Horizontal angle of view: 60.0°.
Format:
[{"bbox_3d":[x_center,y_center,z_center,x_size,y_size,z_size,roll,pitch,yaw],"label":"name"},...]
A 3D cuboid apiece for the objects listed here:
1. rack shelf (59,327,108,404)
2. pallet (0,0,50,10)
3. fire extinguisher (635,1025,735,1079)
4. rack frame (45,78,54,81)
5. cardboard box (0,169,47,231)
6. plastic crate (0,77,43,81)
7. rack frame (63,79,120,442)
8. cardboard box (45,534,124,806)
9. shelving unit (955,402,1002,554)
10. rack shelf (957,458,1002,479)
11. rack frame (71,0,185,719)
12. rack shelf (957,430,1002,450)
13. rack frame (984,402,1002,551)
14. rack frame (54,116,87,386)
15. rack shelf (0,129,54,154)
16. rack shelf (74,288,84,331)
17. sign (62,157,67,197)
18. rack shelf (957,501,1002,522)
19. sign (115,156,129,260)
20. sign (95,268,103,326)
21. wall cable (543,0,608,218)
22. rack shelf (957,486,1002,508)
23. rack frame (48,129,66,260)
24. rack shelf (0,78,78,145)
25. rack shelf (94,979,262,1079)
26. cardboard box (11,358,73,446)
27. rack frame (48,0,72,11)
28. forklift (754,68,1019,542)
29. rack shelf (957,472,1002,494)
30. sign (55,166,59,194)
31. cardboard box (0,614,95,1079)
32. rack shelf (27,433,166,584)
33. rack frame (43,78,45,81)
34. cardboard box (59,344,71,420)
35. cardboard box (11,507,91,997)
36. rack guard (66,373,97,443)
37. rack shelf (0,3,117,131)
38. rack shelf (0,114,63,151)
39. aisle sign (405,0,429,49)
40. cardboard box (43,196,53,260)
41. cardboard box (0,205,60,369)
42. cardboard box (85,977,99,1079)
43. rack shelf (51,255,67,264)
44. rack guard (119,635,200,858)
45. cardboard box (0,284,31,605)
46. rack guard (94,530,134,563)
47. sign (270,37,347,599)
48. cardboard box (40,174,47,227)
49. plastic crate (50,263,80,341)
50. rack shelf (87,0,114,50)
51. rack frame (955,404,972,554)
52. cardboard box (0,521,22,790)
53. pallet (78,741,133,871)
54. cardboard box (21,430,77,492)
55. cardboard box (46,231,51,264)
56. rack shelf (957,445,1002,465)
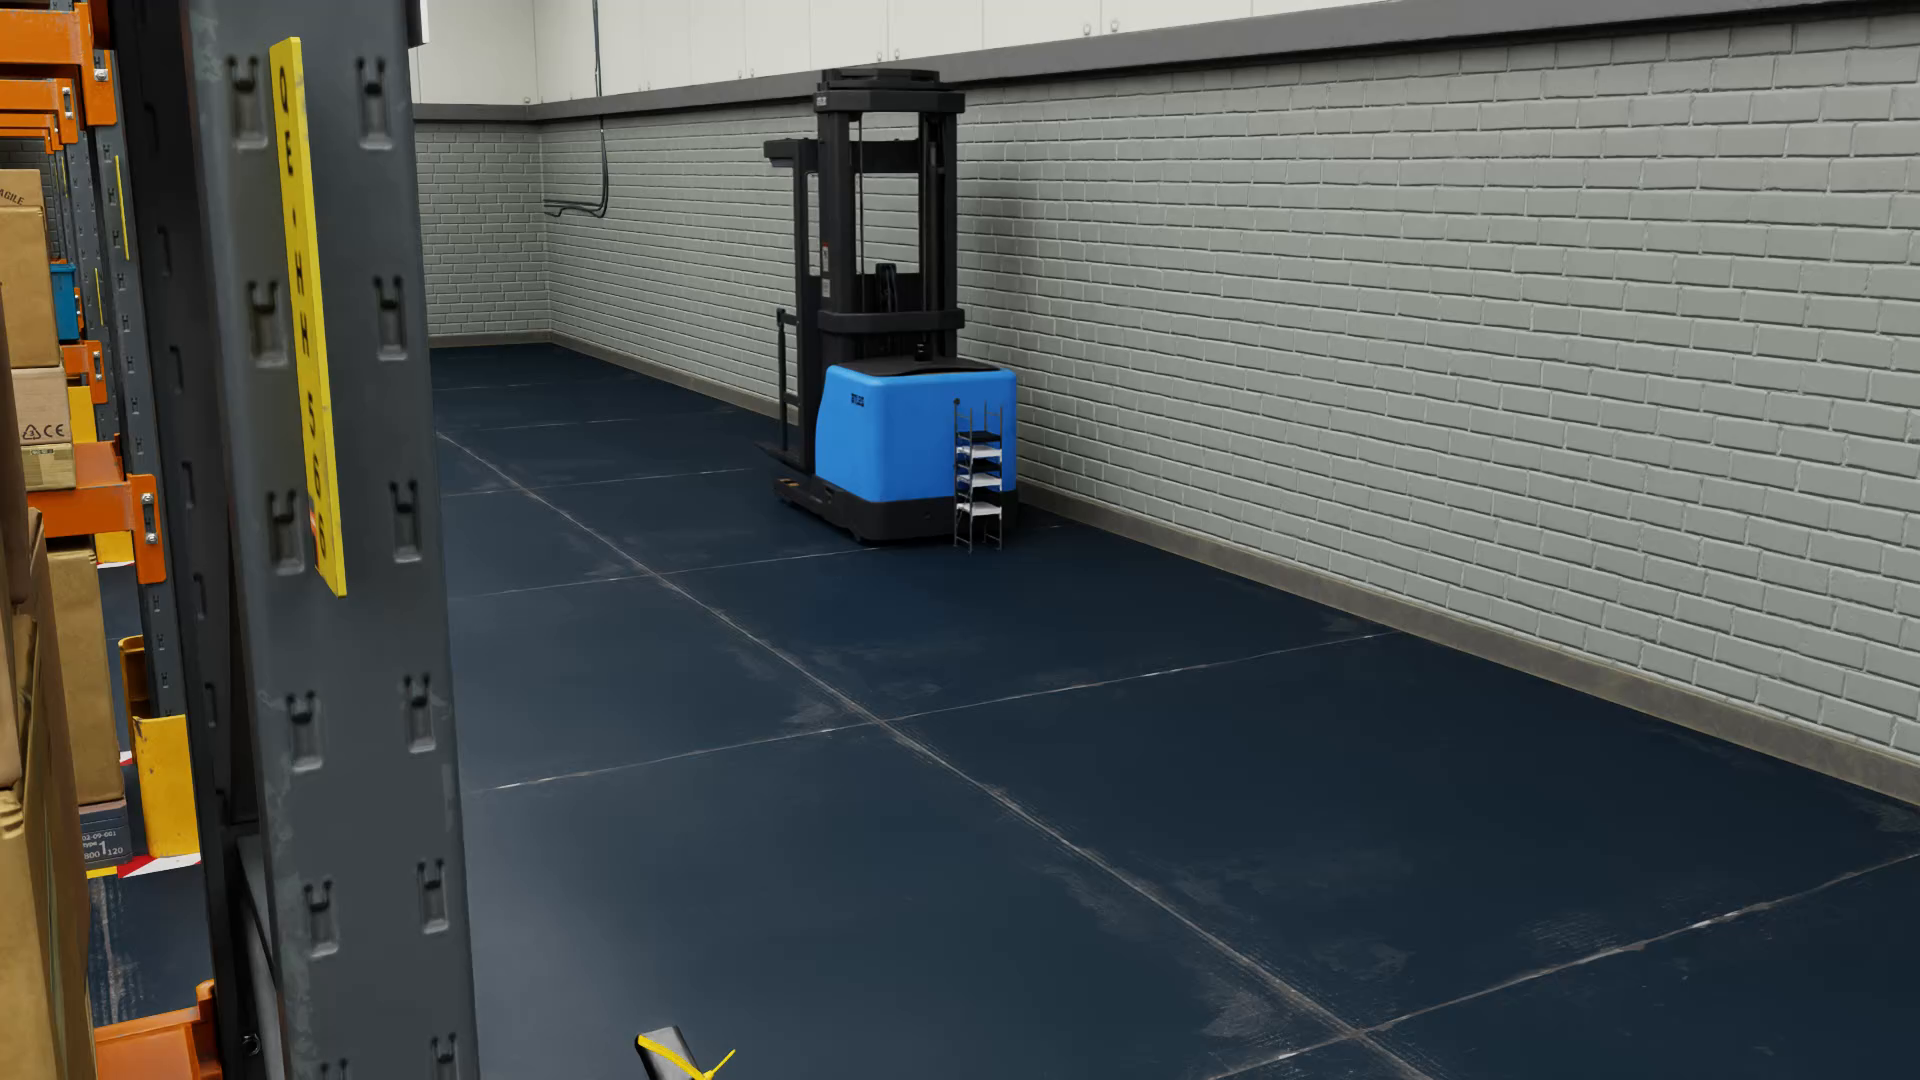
[{"bbox_3d":[-7.061,-0.882,9.335,4.000,0.370,1.077,-7,14,-28],"label":"rack shelf"},{"bbox_3d":[-3.578,-1.829,5.275,1.213,0.211,1.003,-7,14,-28],"label":"pallet"},{"bbox_3d":[-0.202,0.760,1.427,0.183,0.674,0.296,-7,14,-28],"label":"fire extinguisher"},{"bbox_3d":[-7.675,-5.325,13.776,0.127,3.000,1.000,-7,14,-28],"label":"rack frame"},{"bbox_3d":[-7.934,-2.835,13.870,0.500,0.500,0.500,-7,14,-28],"label":"cardboard box"},{"bbox_3d":[-5.777,-2.856,9.935,0.590,0.269,0.497,-7,14,-28],"label":"plastic crate"},{"bbox_3d":[-5.305,-1.443,10.191,0.127,3.000,1.000,-7,14,-28],"label":"rack frame"},{"bbox_3d":[-3.455,0.425,5.769,0.875,0.875,0.875,-7,14,-28],"label":"cardboard box"},{"bbox_3d":[0.112,-0.387,10.279,0.210,0.900,0.258,-6,14,-24],"label":"shelving unit"},{"bbox_3d":[0.112,-0.442,10.267,0.200,0.077,0.258,-6,14,-24],"label":"rack shelf"},{"bbox_3d":[-2.932,-0.489,5.950,0.127,3.000,1.000,-7,14,-28],"label":"rack frame"},{"bbox_3d":[0.112,-0.618,10.227,0.200,0.077,0.258,-6,14,-24],"label":"rack shelf"},{"bbox_3d":[0.204,-0.397,10.322,0.006,0.900,0.240,-6,14,-24],"label":"rack frame"},{"bbox_3d":[-7.675,-2.398,14.435,0.127,3.000,1.000,-7,14,-28],"label":"rack frame"},{"bbox_3d":[-11.808,-4.255,17.490,4.000,0.370,1.077,-7,14,-28],"label":"rack shelf"},{"bbox_3d":[-9.431,-1.837,13.579,4.000,0.370,1.077,-7,14,-28],"label":"rack shelf"},{"bbox_3d":[-7.427,-3.008,13.788,0.005,0.325,0.100,-7,14,-28],"label":"sign"},{"bbox_3d":[0.112,-0.179,10.326,0.200,0.077,0.258,-6,14,-24],"label":"rack shelf"},{"bbox_3d":[-2.684,-1.063,5.326,0.005,0.325,0.100,-7,14,-28],"label":"sign"},{"bbox_3d":[-5.027,-1.419,9.710,0.005,0.325,0.100,-7,14,-28],"label":"sign"},{"bbox_3d":[-4.916,-5.291,20.695,0.112,2.526,3.097,-7,14,-28],"label":"wall cable"},{"bbox_3d":[0.112,-0.267,10.307,0.200,0.077,0.258,-6,14,-24],"label":"rack shelf"},{"bbox_3d":[-10.052,-3.353,18.675,0.127,3.000,1.000,-7,14,-28],"label":"rack frame"},{"bbox_3d":[-7.061,-2.345,9.006,4.000,0.370,1.077,-7,14,-28],"label":"rack shelf"},{"bbox_3d":[-2.400,1.039,0.800,4.000,0.370,1.077,-7,14,-28],"label":"rack shelf"},{"bbox_3d":[-3.230,-0.459,5.480,0.500,0.250,0.500,-7,15,-29],"label":"cardboard box"},{"bbox_3d":[-5.305,-4.370,9.533,0.127,3.000,1.000,-7,14,-28],"label":"rack frame"},{"bbox_3d":[-0.683,-1.699,11.483,1.130,2.935,3.031,-6,14,-23],"label":"forklift"},{"bbox_3d":[0.112,-0.355,10.287,0.200,0.077,0.258,-6,14,-24],"label":"rack shelf"},{"bbox_3d":[-9.804,-3.927,18.051,0.005,0.325,0.100,-7,14,-28],"label":"sign"},{"bbox_3d":[-0.915,0.380,1.181,0.500,0.500,0.500,-7,14,-27],"label":"cardboard box"},{"bbox_3d":[-4.687,0.072,5.094,4.000,0.370,1.077,-7,14,-28],"label":"rack shelf"},{"bbox_3d":[-10.052,-6.279,18.016,0.127,3.000,1.000,-7,14,-28],"label":"rack frame"},{"bbox_3d":[-3.483,-0.562,5.941,0.500,0.250,0.500,-7,15,-29],"label":"cardboard box"},{"bbox_3d":[-1.171,0.278,1.638,0.500,0.500,0.500,-6,14,-25],"label":"cardboard box"},{"bbox_3d":[-7.742,-1.171,14.674,0.348,0.500,1.175,-7,14,-28],"label":"rack guard"},{"bbox_3d":[-4.687,-1.391,4.765,4.000,0.370,1.077,-7,14,-28],"label":"rack shelf"},{"bbox_3d":[-9.431,-3.300,13.249,4.000,0.370,1.077,-7,14,-28],"label":"rack shelf"},{"bbox_3d":[-0.436,-0.741,1.147,0.004,0.787,0.394,-7,14,-28],"label":"aisle sign"},{"bbox_3d":[-10.495,-3.443,18.395,0.700,0.700,0.980,-6,14,-25],"label":"cardboard box"},{"bbox_3d":[-3.234,-0.825,5.399,0.500,0.500,0.500,-7,14,-27],"label":"cardboard box"},{"bbox_3d":[-1.085,0.571,1.812,0.250,0.149,0.380,-7,14,-28],"label":"cardboard box"},{"bbox_3d":[-11.808,-2.791,17.819,4.000,0.370,1.077,-7,14,-28],"label":"rack shelf"},{"bbox_3d":[-2.911,0.728,6.236,0.348,0.500,1.175,-7,14,-28],"label":"rack guard"},{"bbox_3d":[-1.165,-0.208,1.519,0.500,0.500,0.500,-7,14,-28],"label":"cardboard box"},{"bbox_3d":[-5.290,-0.229,10.488,0.348,0.500,1.175,-7,14,-28],"label":"rack guard"},{"bbox_3d":[-0.396,-0.132,1.009,0.005,0.325,0.100,-7,14,-28],"label":"sign"},{"bbox_3d":[-8.191,-2.939,14.332,0.500,0.500,0.500,-6,14,-26],"label":"cardboard box"},{"bbox_3d":[-5.510,-1.419,9.864,0.499,0.435,0.616,-7,14,-28],"label":"plastic crate"},{"bbox_3d":[-2.400,-0.425,0.470,4.000,0.370,1.077,-7,14,-28],"label":"rack shelf"},{"bbox_3d":[0.020,-0.378,10.237,0.006,0.900,0.240,-6,14,-24],"label":"rack frame"},{"bbox_3d":[-0.927,-0.108,1.075,0.500,0.500,0.500,-7,15,-29],"label":"cardboard box"},{"bbox_3d":[-3.596,0.971,5.815,1.213,0.211,1.003,-7,14,-28],"label":"pallet"},{"bbox_3d":[-3.087,-0.265,5.529,0.250,0.149,0.380,-7,14,-27],"label":"cardboard box"},{"bbox_3d":[-7.938,-2.348,13.981,0.500,0.500,0.500,-6,14,-26],"label":"cardboard box"},{"bbox_3d":[0.112,-0.530,10.247,0.200,0.077,0.258,-6,14,-24],"label":"rack shelf"}]
